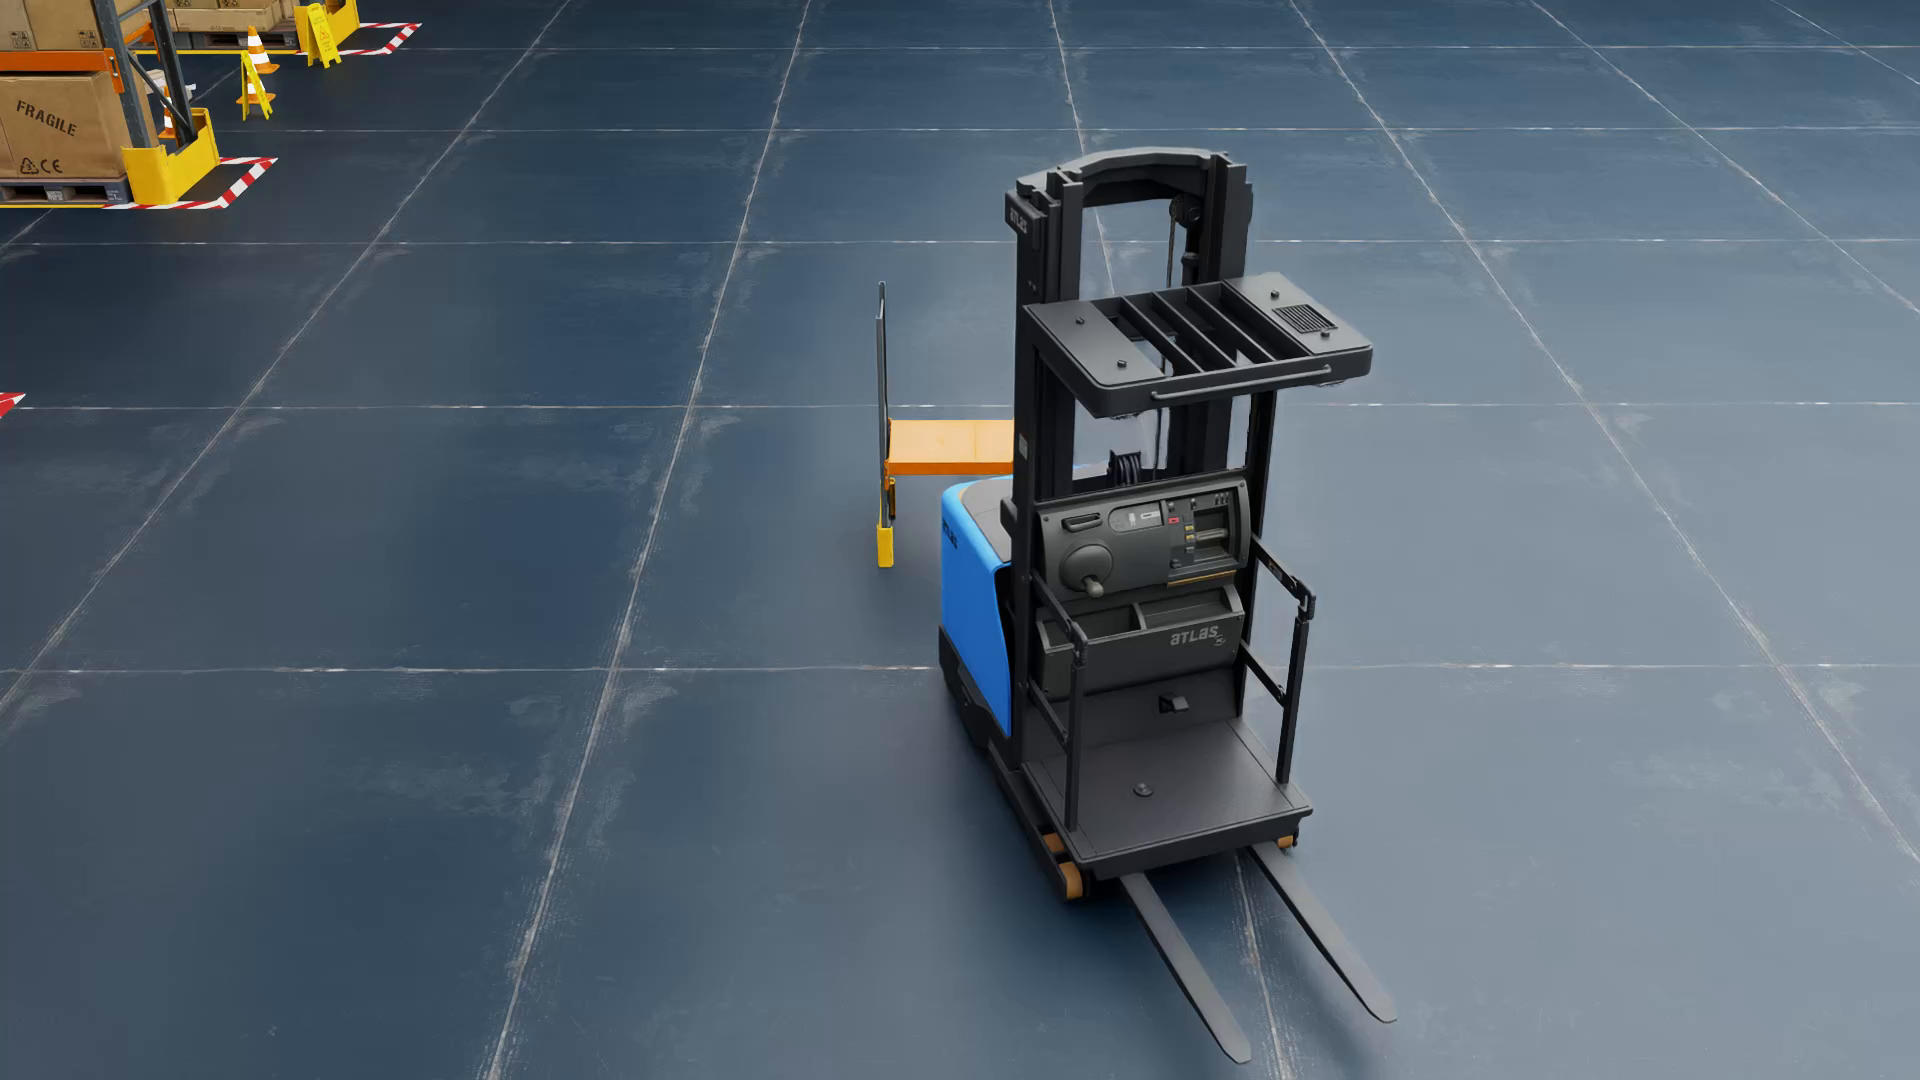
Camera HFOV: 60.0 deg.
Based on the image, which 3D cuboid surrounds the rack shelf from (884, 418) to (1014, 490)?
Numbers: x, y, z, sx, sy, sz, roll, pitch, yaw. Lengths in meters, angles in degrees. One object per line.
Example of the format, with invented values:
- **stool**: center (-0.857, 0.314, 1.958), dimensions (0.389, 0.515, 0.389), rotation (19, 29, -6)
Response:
- **rack shelf**: center (0.085, -0.488, 9.344), dimensions (1.000, 0.185, 0.538), rotation (0, 31, 0)

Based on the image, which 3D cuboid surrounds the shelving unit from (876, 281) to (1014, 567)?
- **shelving unit**: center (0.076, -0.641, 9.250), dimensions (1.083, 1.500, 0.587), rotation (0, 31, 0)

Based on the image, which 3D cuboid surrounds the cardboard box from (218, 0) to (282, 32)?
- **cardboard box**: center (-7.997, -5.921, 18.752), dimensions (0.500, 0.250, 0.500), rotation (0, 31, -1)

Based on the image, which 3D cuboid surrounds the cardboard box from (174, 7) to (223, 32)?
- **cardboard box**: center (-8.491, -5.923, 18.756), dimensions (0.500, 0.250, 0.500), rotation (0, 31, 0)

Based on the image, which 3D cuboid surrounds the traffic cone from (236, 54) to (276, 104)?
- **traffic cone**: center (-7.242, -4.729, 16.988), dimensions (0.334, 0.463, 0.336), rotation (0, 31, 0)

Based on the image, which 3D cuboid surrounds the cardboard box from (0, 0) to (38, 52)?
- **cardboard box**: center (-7.956, -4.518, 14.049), dimensions (0.550, 0.550, 0.875), rotation (0, 31, 0)

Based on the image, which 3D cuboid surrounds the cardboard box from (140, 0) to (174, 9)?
- **cardboard box**: center (-8.992, -6.244, 18.562), dimensions (0.500, 0.500, 0.500), rotation (-1, 31, -1)

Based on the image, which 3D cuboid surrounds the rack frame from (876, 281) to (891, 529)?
- **rack frame**: center (-0.423, -0.640, 9.248), dimensions (0.032, 1.500, 0.500), rotation (0, 31, 0)

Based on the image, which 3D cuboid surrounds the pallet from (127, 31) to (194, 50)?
- **pallet**: center (-9.272, -5.880, 19.127), dimensions (1.213, 0.211, 1.003), rotation (0, 31, 0)

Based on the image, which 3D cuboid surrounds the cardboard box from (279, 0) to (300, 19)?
- **cardboard box**: center (-7.975, -6.204, 19.218), dimensions (0.500, 0.250, 0.500), rotation (0, 31, -1)

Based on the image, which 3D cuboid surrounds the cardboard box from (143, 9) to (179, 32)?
- **cardboard box**: center (-9.014, -5.919, 18.749), dimensions (0.500, 0.250, 0.500), rotation (-1, 31, -2)

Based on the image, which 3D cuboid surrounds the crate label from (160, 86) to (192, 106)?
- **crate label**: center (-8.028, -4.555, 17.015), dimensions (0.298, 0.136, 0.250), rotation (-17, 35, -26)

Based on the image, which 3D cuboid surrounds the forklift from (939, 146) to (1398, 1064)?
- **forklift**: center (0.846, 0.048, 6.734), dimensions (1.130, 2.935, 3.031), rotation (-10, 33, -16)

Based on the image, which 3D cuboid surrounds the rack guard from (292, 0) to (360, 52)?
- **rack guard**: center (-7.242, -5.990, 19.030), dimensions (0.348, 0.500, 1.175), rotation (0, 31, 0)

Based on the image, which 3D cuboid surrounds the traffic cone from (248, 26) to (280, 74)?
- **traffic cone**: center (-7.588, -5.304, 17.935), dimensions (0.334, 0.463, 0.336), rotation (0, 31, 0)

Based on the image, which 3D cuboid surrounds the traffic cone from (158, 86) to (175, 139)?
- **traffic cone**: center (-7.575, -4.142, 16.020), dimensions (0.334, 0.463, 0.336), rotation (0, 31, 0)

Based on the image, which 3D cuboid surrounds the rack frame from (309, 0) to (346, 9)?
- **rack frame**: center (-7.166, -7.059, 18.382), dimensions (0.127, 3.000, 1.000), rotation (0, 31, 0)

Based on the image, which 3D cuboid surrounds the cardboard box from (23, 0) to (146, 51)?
- **cardboard box**: center (-7.406, -4.531, 14.071), dimensions (0.550, 0.550, 0.875), rotation (0, 31, 0)

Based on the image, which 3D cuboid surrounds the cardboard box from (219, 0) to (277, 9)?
- **cardboard box**: center (-7.966, -6.246, 18.565), dimensions (0.500, 0.500, 0.500), rotation (0, 31, 0)

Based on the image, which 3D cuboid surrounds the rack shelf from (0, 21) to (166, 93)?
- **rack shelf**: center (-9.035, -4.178, 14.327), dimensions (4.000, 0.370, 1.077), rotation (0, 31, 0)

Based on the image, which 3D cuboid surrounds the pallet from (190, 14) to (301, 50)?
- **pallet**: center (-8.055, -5.882, 19.131), dimensions (1.213, 0.211, 1.003), rotation (0, 31, 0)

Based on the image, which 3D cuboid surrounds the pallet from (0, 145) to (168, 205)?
- **pallet**: center (-7.834, -3.256, 14.803), dimensions (1.213, 0.211, 1.003), rotation (0, 31, 0)

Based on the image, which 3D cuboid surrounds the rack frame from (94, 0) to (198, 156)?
- **rack frame**: center (-7.035, -4.492, 14.150), dimensions (0.127, 3.000, 1.000), rotation (0, 31, 0)

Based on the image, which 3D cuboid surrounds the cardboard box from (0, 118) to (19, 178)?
- **cardboard box**: center (-8.593, -3.723, 14.526), dimensions (0.875, 0.875, 0.875), rotation (-1, 31, -1)

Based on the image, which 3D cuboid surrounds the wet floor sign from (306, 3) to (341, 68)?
- **wet floor sign**: center (-6.970, -5.498, 18.079), dimensions (0.232, 0.644, 0.267), rotation (10, 33, 17)

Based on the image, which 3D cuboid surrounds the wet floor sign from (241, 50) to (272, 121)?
- **wet floor sign**: center (-7.018, -4.512, 16.454), dimensions (0.232, 0.644, 0.267), rotation (-5, 32, -9)

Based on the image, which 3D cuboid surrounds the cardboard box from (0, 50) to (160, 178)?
- **cardboard box**: center (-7.713, -3.726, 14.533), dimensions (0.875, 0.875, 0.875), rotation (0, 31, 0)

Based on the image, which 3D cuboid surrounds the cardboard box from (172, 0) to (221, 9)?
- **cardboard box**: center (-8.488, -6.242, 18.559), dimensions (0.500, 0.500, 0.500), rotation (1, 31, 2)

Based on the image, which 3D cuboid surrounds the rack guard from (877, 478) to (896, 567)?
- **rack guard**: center (-0.422, -0.106, 9.572), dimensions (0.087, 0.250, 0.587), rotation (0, 31, 0)

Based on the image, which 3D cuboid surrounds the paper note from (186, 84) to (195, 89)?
- **paper note**: center (-8.099, -4.754, 17.445), dimensions (0.142, 0.019, 0.148), rotation (-11, 33, -17)

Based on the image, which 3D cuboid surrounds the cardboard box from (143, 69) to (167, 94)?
- **cardboard box**: center (-8.464, -4.788, 17.388), dimensions (0.250, 0.149, 0.380), rotation (16, 35, 25)

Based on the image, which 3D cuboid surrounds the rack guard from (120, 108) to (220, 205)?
- **rack guard**: center (-7.011, -3.423, 14.799), dimensions (0.348, 0.500, 1.175), rotation (0, 31, 0)
